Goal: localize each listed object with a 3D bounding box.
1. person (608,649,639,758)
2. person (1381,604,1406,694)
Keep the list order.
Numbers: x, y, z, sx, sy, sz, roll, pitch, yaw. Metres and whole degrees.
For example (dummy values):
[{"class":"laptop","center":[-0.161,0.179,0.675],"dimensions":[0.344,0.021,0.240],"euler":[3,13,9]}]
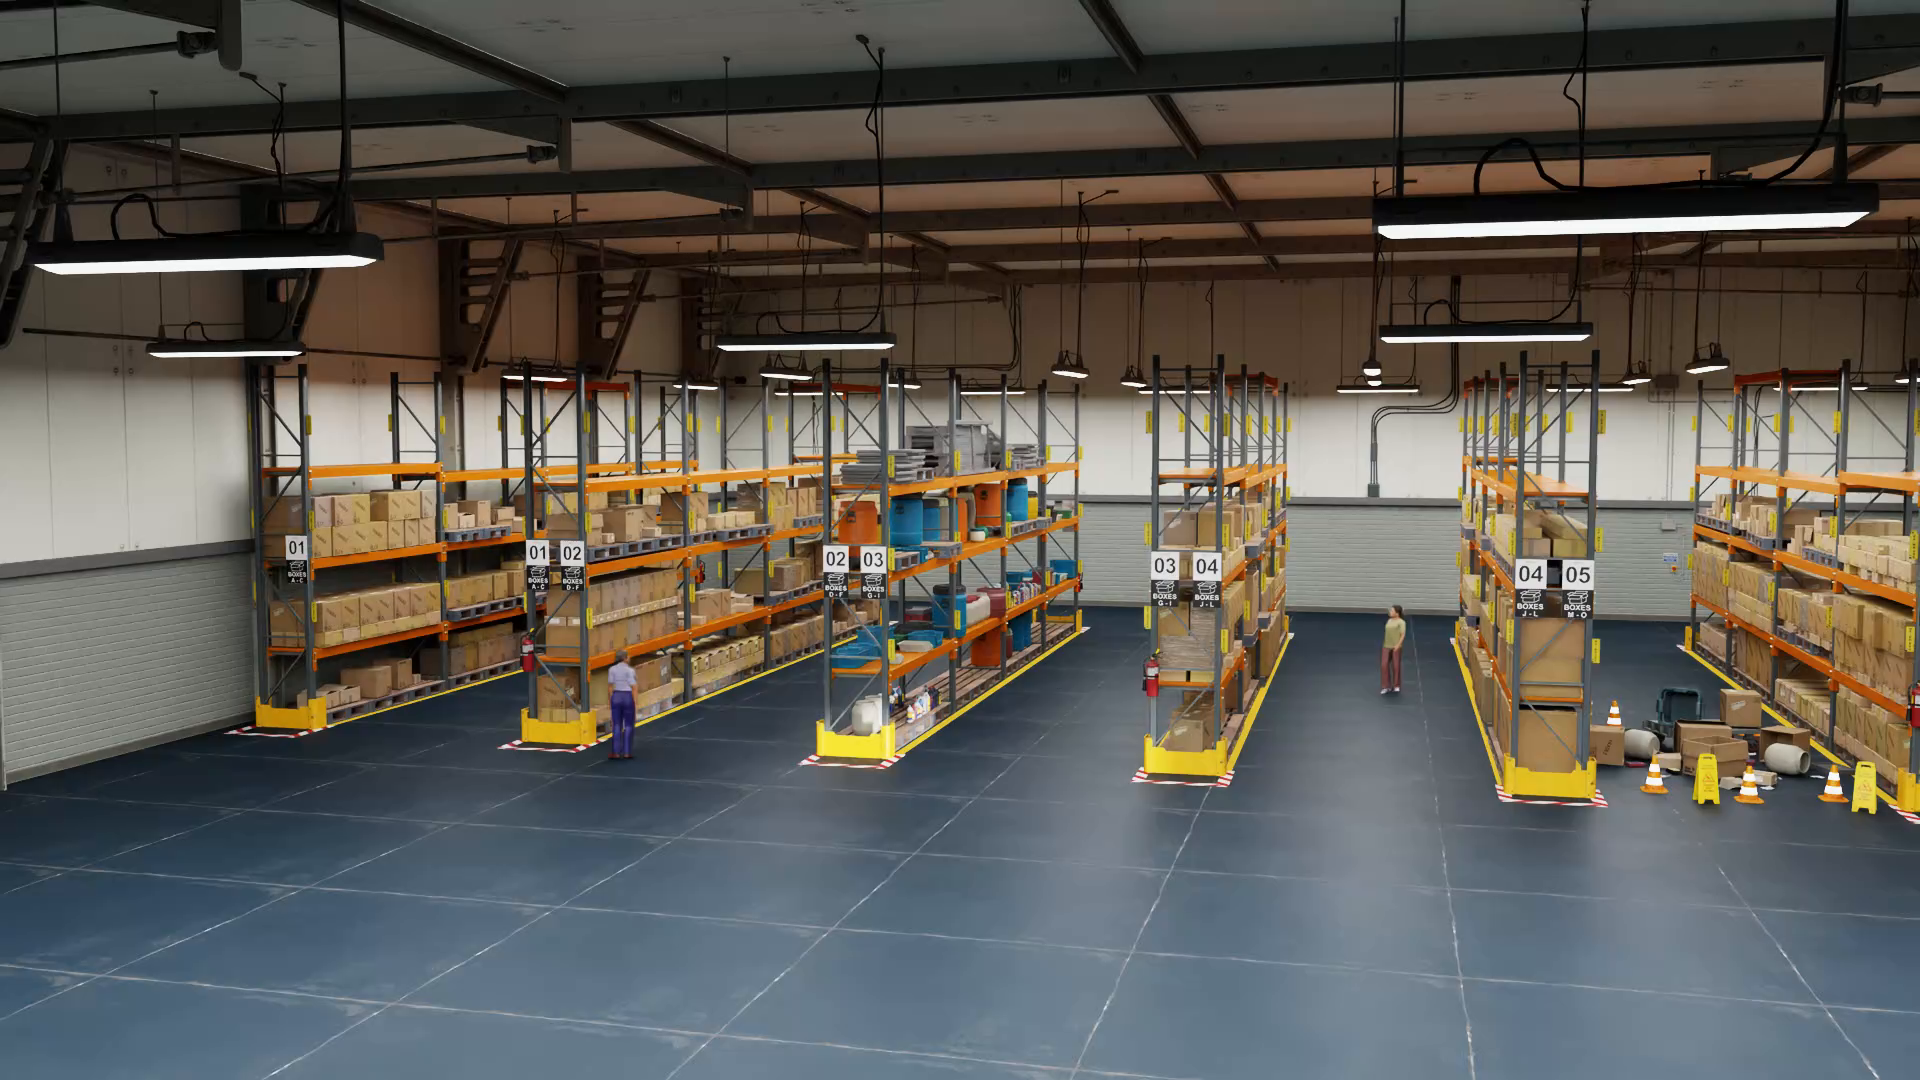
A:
[{"class":"person","center":[-5.075,2.466,24.988],"dimensions":[0.532,1.672,0.410],"euler":[1,4,14]},{"class":"person","center":[8.095,2.045,31.088],"dimensions":[0.479,1.689,0.560],"euler":[3,5,33]}]
